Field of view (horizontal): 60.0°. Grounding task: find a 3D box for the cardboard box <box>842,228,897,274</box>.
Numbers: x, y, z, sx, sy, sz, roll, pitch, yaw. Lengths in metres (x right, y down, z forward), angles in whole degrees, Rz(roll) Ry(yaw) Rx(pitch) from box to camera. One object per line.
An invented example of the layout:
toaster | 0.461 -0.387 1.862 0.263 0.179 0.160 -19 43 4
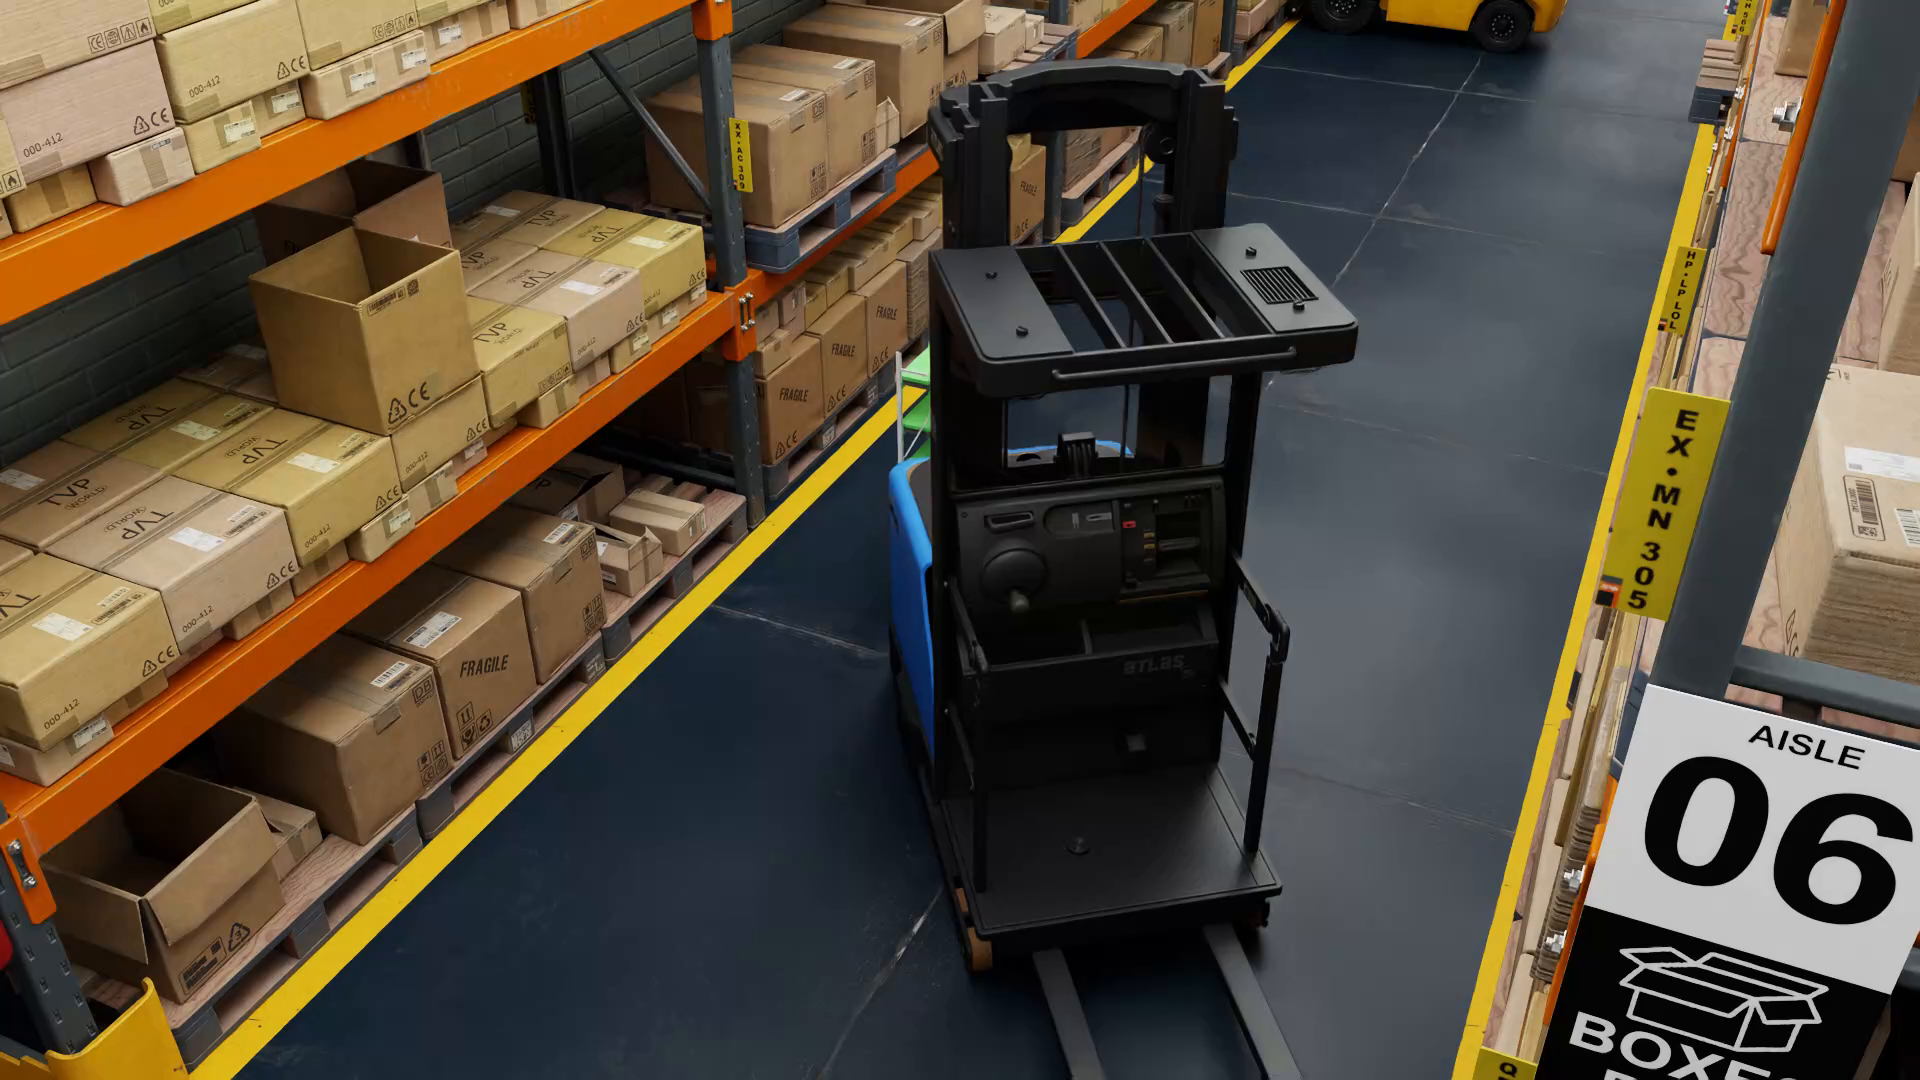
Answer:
cardboard box | -0.580 -1.630 9.305 0.380 0.149 0.250 15 36 22

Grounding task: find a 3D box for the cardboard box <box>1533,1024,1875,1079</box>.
cardboard box | 1.361 0.928 3.096 0.500 0.500 0.500 15 36 22

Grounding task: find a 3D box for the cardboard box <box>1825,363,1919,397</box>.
cardboard box | 1.585 -0.156 2.772 0.380 0.149 0.250 11 35 17

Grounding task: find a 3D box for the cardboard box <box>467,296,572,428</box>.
cardboard box | -1.869 -0.700 6.448 0.500 0.250 0.500 14 36 20

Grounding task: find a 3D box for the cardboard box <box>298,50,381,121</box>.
cardboard box | -2.060 -1.450 5.219 0.380 0.149 0.250 14 36 21

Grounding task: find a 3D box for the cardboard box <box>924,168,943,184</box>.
cardboard box | -0.152 -2.151 10.100 0.380 0.149 0.250 15 36 22

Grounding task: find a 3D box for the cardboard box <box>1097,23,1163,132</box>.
cardboard box | 1.034 -3.591 12.774 0.875 0.625 0.625 13 35 19

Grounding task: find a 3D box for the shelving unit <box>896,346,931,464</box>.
shelving unit | -0.069 -0.419 7.795 0.258 1.200 0.503 14 36 20

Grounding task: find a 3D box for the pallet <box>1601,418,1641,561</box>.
pallet | 3.813 -0.155 8.293 1.003 0.211 1.213 14 36 20

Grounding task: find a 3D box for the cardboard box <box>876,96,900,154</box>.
cardboard box | -0.531 -2.170 8.563 0.396 0.266 0.258 16 36 23

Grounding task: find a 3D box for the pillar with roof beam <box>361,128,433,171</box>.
pillar with roof beam | 1.339 -2.827 4.355 9.100 9.000 0.400 14 36 20

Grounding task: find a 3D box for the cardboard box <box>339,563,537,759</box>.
cardboard box | -2.087 0.476 6.686 0.500 0.500 0.500 15 36 21

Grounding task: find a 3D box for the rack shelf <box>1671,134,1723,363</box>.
rack shelf | 3.886 -1.005 7.703 1.077 0.370 4.000 14 36 20

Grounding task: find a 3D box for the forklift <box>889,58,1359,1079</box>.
forklift | 0.497 0.082 5.452 1.130 2.935 3.031 -7 34 -10

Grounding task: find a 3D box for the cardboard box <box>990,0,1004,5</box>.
cardboard box | 0.168 -3.658 11.230 0.500 0.250 0.500 13 36 19

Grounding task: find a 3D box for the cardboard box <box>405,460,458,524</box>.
cardboard box | -2.072 -0.216 6.073 0.380 0.149 0.250 15 36 22

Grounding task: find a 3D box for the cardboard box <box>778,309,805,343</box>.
cardboard box | -1.023 -1.121 8.529 0.380 0.149 0.250 13 35 19

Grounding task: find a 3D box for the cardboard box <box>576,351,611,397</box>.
cardboard box | -1.675 -0.730 6.857 0.380 0.149 0.250 15 36 22

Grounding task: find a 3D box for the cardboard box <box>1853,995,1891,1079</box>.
cardboard box | 1.344 0.727 2.811 0.380 0.149 0.250 15 36 21

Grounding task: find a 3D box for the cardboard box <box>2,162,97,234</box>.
cardboard box | -2.581 -0.969 4.486 0.380 0.149 0.250 14 36 21

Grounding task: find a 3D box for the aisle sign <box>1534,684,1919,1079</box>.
aisle sign | 1.064 0.560 2.289 0.394 0.787 0.004 14 36 20

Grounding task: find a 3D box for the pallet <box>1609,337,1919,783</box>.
pallet | 1.676 0.094 2.717 1.003 0.211 1.213 14 36 20

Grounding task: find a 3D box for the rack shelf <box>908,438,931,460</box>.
rack shelf | -0.069 -0.366 7.830 0.258 0.148 0.480 14 36 20

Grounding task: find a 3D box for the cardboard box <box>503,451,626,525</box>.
cardboard box | -1.952 -0.223 7.923 0.500 0.311 0.500 15 36 22

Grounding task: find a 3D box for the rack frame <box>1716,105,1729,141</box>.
rack frame | 6.396 -4.294 12.063 1.000 3.000 0.127 14 36 20

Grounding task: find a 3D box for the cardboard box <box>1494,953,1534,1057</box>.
cardboard box | 1.936 1.769 4.770 0.875 0.438 0.875 15 36 22

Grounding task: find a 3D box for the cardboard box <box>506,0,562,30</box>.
cardboard box | -1.675 -1.974 6.019 0.380 0.149 0.250 14 36 20

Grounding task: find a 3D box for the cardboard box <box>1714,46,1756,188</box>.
cardboard box | 3.651 -1.818 7.284 0.500 0.500 0.500 15 36 21

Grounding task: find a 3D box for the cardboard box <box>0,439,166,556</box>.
cardboard box | -2.966 -0.062 5.475 0.500 0.250 0.500 14 36 21

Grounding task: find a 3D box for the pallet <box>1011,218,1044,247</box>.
pallet | -0.134 -1.909 10.969 1.003 0.211 1.213 14 36 20

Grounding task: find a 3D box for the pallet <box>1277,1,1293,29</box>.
pallet | 2.766 -5.261 16.080 1.003 0.211 1.213 14 36 20

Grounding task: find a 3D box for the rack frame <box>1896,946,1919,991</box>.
rack frame | 1.376 1.683 2.948 1.000 3.000 0.127 14 36 20

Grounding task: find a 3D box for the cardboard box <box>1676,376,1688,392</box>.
cardboard box | 2.188 -0.085 4.641 0.500 0.500 0.500 15 36 21

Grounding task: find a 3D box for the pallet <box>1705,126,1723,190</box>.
pallet | 6.072 -2.739 12.235 1.003 0.211 1.213 14 36 20

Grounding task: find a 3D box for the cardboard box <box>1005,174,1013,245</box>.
cardboard box | 0.012 -2.062 10.556 0.500 0.500 0.500 14 36 20

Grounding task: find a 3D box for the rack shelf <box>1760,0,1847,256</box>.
rack shelf | 2.212 -1.354 3.129 1.077 0.370 4.000 14 36 20

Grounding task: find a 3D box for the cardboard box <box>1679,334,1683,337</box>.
cardboard box | 3.215 -0.982 6.692 0.500 0.250 0.500 15 36 22

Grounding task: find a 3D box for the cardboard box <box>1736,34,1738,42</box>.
cardboard box | 6.613 -3.943 13.652 0.500 0.250 0.500 13 36 19

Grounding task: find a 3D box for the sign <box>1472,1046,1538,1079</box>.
sign | 0.889 0.968 2.766 0.100 0.325 0.005 14 36 20

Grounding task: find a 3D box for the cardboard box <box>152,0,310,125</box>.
cardboard box | -2.281 -1.438 4.838 0.500 0.250 0.500 13 35 19

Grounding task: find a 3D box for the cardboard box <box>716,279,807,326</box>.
cardboard box | -1.004 -1.230 8.424 0.380 0.149 0.250 12 35 18

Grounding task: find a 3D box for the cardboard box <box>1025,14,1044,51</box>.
cardboard box | 0.286 -3.094 10.079 0.380 0.149 0.250 15 36 21

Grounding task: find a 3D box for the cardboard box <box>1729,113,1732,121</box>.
cardboard box | 4.069 -1.995 8.238 0.500 0.250 0.500 15 36 22

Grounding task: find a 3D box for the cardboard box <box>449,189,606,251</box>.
cardboard box | -1.913 -1.323 7.398 0.500 0.250 0.500 14 36 20

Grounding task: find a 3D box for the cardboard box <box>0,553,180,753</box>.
cardboard box | -2.700 0.320 4.892 0.500 0.250 0.500 14 36 21

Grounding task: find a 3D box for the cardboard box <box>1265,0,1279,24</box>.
cardboard box | 2.588 -4.878 15.078 0.500 0.250 0.500 13 36 19

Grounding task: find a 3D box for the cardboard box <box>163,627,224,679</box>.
cardboard box | -2.605 0.274 5.326 0.380 0.149 0.250 14 36 20

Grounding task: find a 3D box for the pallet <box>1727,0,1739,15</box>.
pallet | 5.944 -3.866 11.586 1.003 0.211 1.213 14 36 20

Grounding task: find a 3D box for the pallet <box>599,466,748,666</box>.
pallet | -1.749 0.062 7.963 1.003 0.211 1.213 14 36 20

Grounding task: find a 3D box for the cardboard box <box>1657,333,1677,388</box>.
cardboard box | 3.607 -0.375 7.641 0.875 0.875 0.875 15 36 22

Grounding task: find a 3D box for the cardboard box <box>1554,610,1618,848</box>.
cardboard box | 1.971 0.575 4.546 0.500 0.500 0.500 15 36 22

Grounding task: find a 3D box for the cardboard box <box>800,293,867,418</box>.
cardboard box | -0.840 -1.033 8.987 0.500 0.500 0.500 14 36 20

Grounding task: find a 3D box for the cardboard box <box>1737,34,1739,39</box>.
cardboard box | 4.972 -3.139 10.148 0.380 0.149 0.250 15 36 21

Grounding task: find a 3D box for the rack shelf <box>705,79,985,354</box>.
rack shelf | -0.624 -2.141 9.436 1.077 0.370 4.000 14 36 20

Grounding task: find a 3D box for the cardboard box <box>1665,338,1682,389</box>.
cardboard box | 3.008 -0.528 6.456 0.500 0.250 0.500 13 36 19

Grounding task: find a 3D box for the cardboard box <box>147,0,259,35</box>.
cardboard box | -2.293 -1.645 4.697 0.500 0.250 0.500 14 36 20
